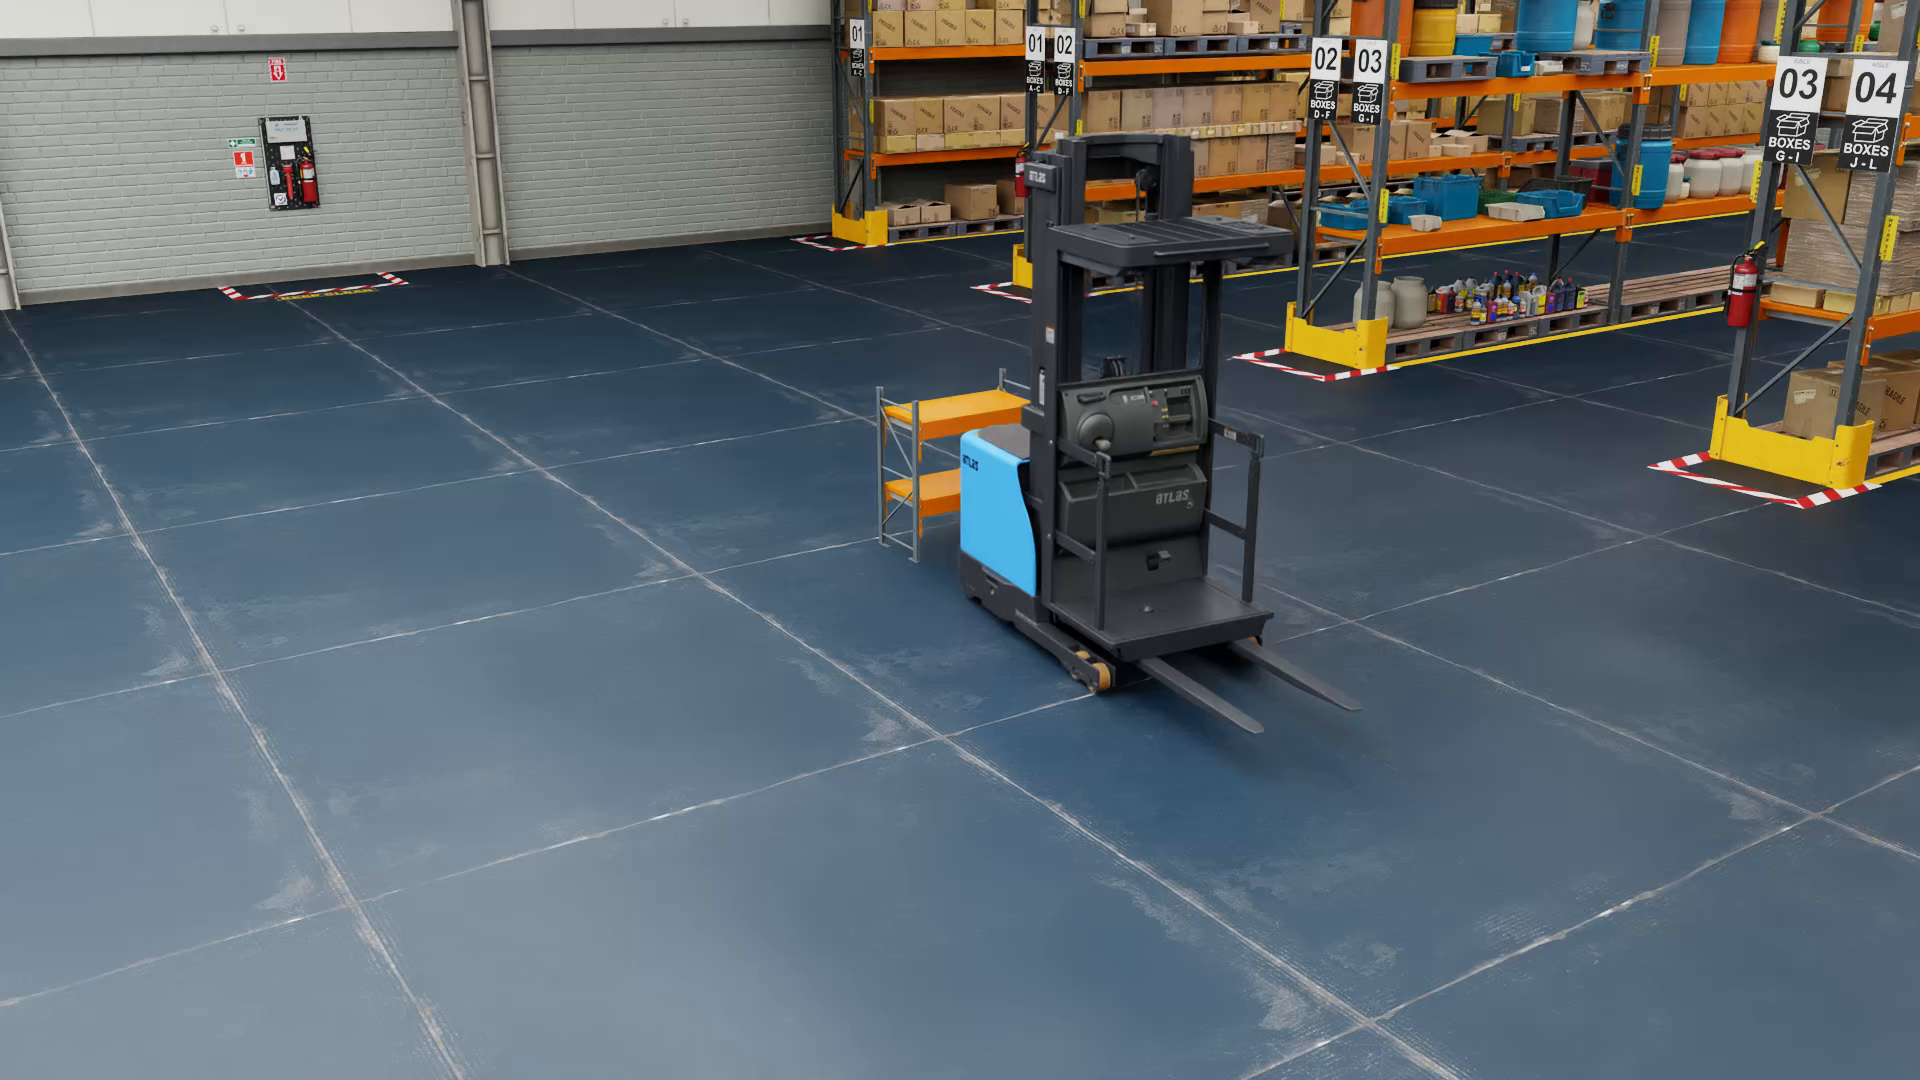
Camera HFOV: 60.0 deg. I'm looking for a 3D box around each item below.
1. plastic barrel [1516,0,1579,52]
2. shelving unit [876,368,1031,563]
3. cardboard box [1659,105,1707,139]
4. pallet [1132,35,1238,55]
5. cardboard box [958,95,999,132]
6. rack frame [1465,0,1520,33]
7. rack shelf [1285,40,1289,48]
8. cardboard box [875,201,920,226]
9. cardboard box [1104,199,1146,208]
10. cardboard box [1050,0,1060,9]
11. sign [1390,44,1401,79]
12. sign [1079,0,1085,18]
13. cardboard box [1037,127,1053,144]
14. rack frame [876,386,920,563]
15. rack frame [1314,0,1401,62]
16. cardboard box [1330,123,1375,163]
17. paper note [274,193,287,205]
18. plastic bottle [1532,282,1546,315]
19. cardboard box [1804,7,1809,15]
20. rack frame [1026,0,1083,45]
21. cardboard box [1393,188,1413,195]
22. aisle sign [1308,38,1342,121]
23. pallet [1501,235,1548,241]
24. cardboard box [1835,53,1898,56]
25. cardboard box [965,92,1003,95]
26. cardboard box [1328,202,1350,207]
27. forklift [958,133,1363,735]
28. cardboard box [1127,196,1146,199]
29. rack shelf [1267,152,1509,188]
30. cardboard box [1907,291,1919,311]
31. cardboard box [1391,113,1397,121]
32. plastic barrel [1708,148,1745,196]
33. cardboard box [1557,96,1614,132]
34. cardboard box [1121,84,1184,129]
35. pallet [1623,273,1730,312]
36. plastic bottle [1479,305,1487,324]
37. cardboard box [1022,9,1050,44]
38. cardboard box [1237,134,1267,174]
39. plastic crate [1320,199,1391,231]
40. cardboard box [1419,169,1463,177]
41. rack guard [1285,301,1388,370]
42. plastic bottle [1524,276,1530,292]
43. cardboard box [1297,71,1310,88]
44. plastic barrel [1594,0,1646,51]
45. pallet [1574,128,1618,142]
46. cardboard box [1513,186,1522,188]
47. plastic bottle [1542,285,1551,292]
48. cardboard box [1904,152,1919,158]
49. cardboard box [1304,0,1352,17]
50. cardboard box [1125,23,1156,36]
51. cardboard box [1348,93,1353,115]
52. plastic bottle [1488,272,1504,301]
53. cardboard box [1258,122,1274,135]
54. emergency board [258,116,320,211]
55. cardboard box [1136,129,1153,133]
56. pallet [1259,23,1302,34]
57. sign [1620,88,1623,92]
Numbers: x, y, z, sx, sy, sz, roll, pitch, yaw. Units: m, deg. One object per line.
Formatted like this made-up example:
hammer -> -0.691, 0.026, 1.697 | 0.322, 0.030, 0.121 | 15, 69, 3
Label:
plastic barrel -> 6.316, -5.717, 17.849 | 0.708, 0.901, 0.600 | -12, 22, -31
shelving unit -> 0.006, -0.534, 11.568 | 1.048, 1.125, 0.538 | -12, 22, -31
cardboard box -> 11.742, -6.805, 27.034 | 0.500, 0.500, 0.500 | -11, 22, -30
pallet -> 2.769, -6.340, 21.269 | 1.213, 0.211, 1.003 | -12, 22, -31
cardboard box -> 0.259, -6.517, 25.369 | 0.500, 0.500, 0.500 | -11, 22, -30
rack frame -> 7.826, -8.878, 23.955 | 0.127, 3.000, 1.000 | -12, 22, -31
rack shelf -> 6.769, -8.793, 29.510 | 4.000, 0.370, 1.077 | -12, 22, -31
cardboard box -> -0.956, -4.984, 25.314 | 0.500, 0.311, 0.500 | -15, 24, -37
cardboard box -> 2.256, -4.233, 22.048 | 0.500, 0.500, 0.500 | -12, 22, -31
cardboard box -> 1.488, -8.447, 25.614 | 0.500, 0.500, 0.500 | -14, 23, -36
sign -> 4.165, -4.579, 15.907 | 0.005, 0.325, 0.100 | -12, 22, -31
sign -> 1.445, -6.350, 19.672 | 0.005, 0.325, 0.100 | -12, 22, -31
cardboard box -> 1.108, -6.344, 26.030 | 0.500, 0.250, 0.500 | -12, 22, -31
rack frame -> -0.419, -0.445, 11.303 | 0.032, 1.125, 0.500 | -12, 22, -31
rack frame -> 3.866, -6.143, 15.866 | 0.127, 3.000, 1.000 | -12, 22, -31
cardboard box -> 5.576, -5.603, 23.477 | 0.500, 0.500, 0.500 | -10, 21, -28
paper note -> -8.756, -4.394, 21.434 | 0.142, 0.148, 0.016 | -12, 22, -31
plastic bottle -> 6.397, -2.678, 18.433 | 0.185, 0.351, 0.144 | -12, 22, -32
cardboard box -> 13.801, -8.785, 27.817 | 0.500, 0.250, 0.500 | -12, 22, -31
rack frame -> 1.144, -7.469, 19.787 | 0.127, 3.000, 1.000 | -12, 22, -31
cardboard box -> 6.793, -5.090, 24.878 | 0.500, 0.311, 0.500 | -13, 22, -33
aisle sign -> 3.642, -4.600, 16.608 | 0.004, 0.787, 0.394 | -12, 22, -31
pallet -> 8.470, -4.836, 25.721 | 1.213, 0.211, 1.003 | -12, 22, -31
cardboard box -> 7.100, -3.740, 13.051 | 0.250, 0.149, 0.380 | -13, 23, -34
cardboard box -> 0.397, -6.746, 26.048 | 0.500, 0.500, 0.500 | -11, 22, -30
cardboard box -> 5.388, -4.586, 23.390 | 0.500, 0.311, 0.500 | -12, 22, -32
forklift -> 1.092, -0.702, 9.245 | 1.130, 2.935, 3.031 | -9, 21, -25
cardboard box -> 2.767, -5.919, 27.784 | 0.500, 0.500, 0.700 | -12, 22, -32
rack shelf -> 6.156, -5.343, 23.989 | 4.000, 0.370, 1.077 | -12, 22, -31
cardboard box -> 7.395, -1.923, 13.141 | 0.250, 0.149, 0.380 | -12, 22, -31
cardboard box -> 7.685, -7.674, 30.120 | 0.250, 0.149, 0.380 | -12, 22, -31
plastic barrel -> 9.100, -4.386, 19.821 | 0.433, 0.535, 0.433 | 0, 19, 0
cardboard box -> 9.725, -6.659, 25.947 | 0.700, 0.500, 0.500 | 16, 24, 39
cardboard box -> 2.442, -5.560, 21.326 | 0.500, 0.500, 0.700 | -12, 22, -31
pallet -> 8.861, -3.050, 20.437 | 1.213, 0.211, 1.003 | -12, 22, -31
plastic bottle -> 5.638, -2.438, 17.956 | 0.097, 0.201, 0.097 | 0, 19, 0
cardboard box -> 1.042, -7.893, 25.537 | 0.500, 0.500, 0.500 | -14, 23, -36
cardboard box -> 3.681, -5.204, 22.299 | 0.500, 0.500, 0.700 | -12, 22, -32
plastic crate -> 4.119, -3.399, 17.348 | 0.616, 0.251, 0.499 | -12, 22, -31
cardboard box -> 9.120, -7.184, 31.559 | 0.500, 0.500, 0.700 | -12, 22, -31
rack guard -> 3.903, -2.143, 17.304 | 0.348, 0.500, 1.175 | -12, 22, -31
plastic bottle -> 6.503, -2.896, 19.182 | 0.133, 0.283, 0.061 | -12, 22, -31
cardboard box -> 6.068, -8.019, 28.959 | 0.500, 0.250, 0.500 | -12, 22, -32
plastic barrel -> 7.512, -5.812, 18.787 | 0.708, 0.901, 0.600 | -12, 22, -31
pallet -> 10.439, -6.538, 26.700 | 1.213, 0.211, 1.003 | -12, 22, -31
cardboard box -> 8.797, -5.158, 25.534 | 0.500, 0.500, 0.500 | -13, 23, -33
plastic bottle -> 6.564, -2.735, 18.717 | 0.135, 0.276, 0.152 | -12, 22, -31
cardboard box -> 7.620, -2.749, 13.010 | 0.500, 0.500, 0.500 | -12, 22, -31
cardboard box -> 5.022, -7.334, 22.478 | 0.500, 0.500, 0.500 | -12, 22, -31
cardboard box -> 2.224, -6.354, 20.691 | 0.250, 0.149, 0.380 | -12, 22, -31
cardboard box -> 6.933, -7.846, 29.617 | 0.500, 0.500, 0.500 | -11, 22, -30
plastic bottle -> 6.146, -2.895, 19.074 | 0.185, 0.351, 0.144 | -13, 23, -34
cardboard box -> 3.951, -5.491, 22.135 | 0.250, 0.149, 0.380 | -13, 22, -33
emergency board -> -8.570, -4.824, 21.331 | 0.643, 1.169, 0.194 | -12, 22, -31
cardboard box -> 2.231, -5.128, 21.060 | 0.250, 0.149, 0.380 | -12, 22, -32
pallet -> 5.607, -8.820, 28.760 | 1.003, 0.211, 1.213 | -11, 21, -29
sign -> 10.862, -7.295, 27.286 | 0.005, 0.325, 0.100 | -12, 22, -31
